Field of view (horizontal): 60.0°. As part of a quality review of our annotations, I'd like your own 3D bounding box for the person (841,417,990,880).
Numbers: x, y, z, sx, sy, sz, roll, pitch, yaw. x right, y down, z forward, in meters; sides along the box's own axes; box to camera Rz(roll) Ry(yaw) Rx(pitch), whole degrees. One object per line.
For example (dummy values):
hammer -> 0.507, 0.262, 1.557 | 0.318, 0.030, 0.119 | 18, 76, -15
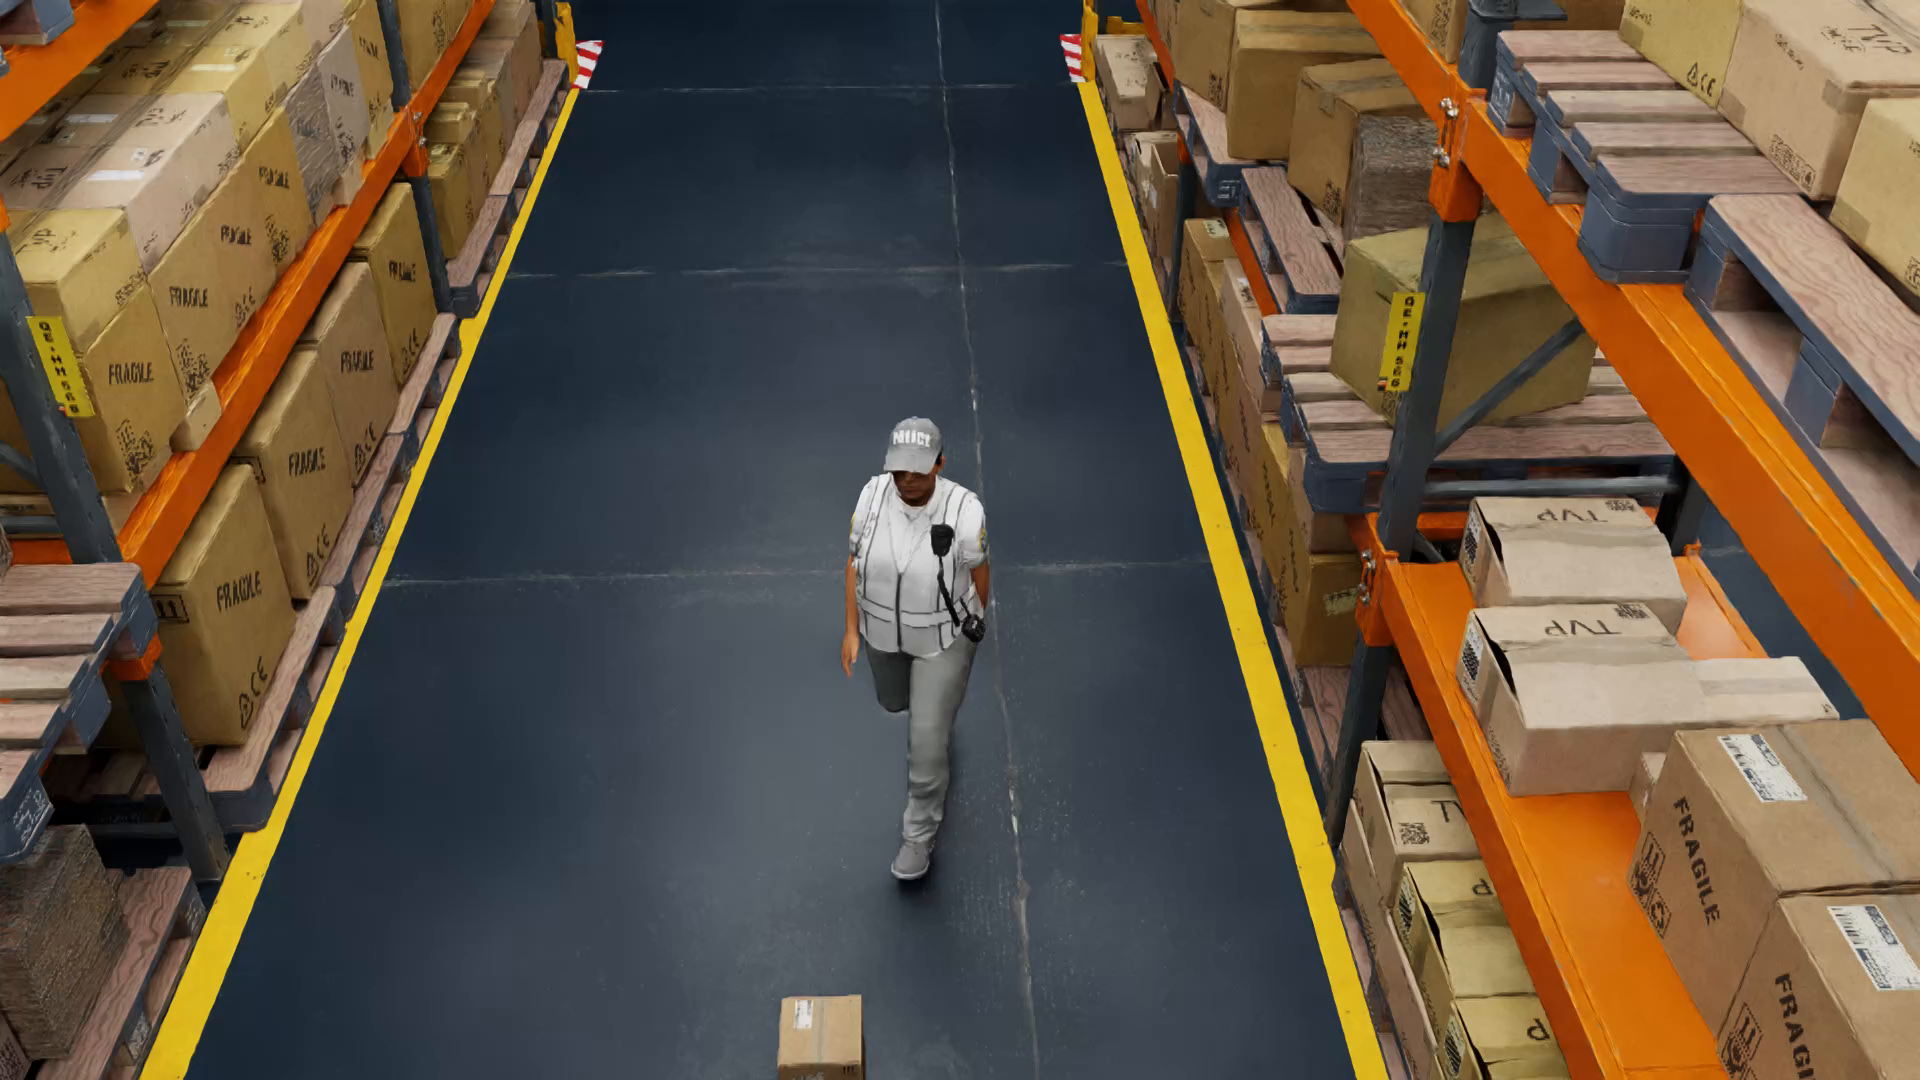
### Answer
person -> -0.144, 0.290, 5.738 | 0.491, 1.625, 0.964 | 12, 37, 17
